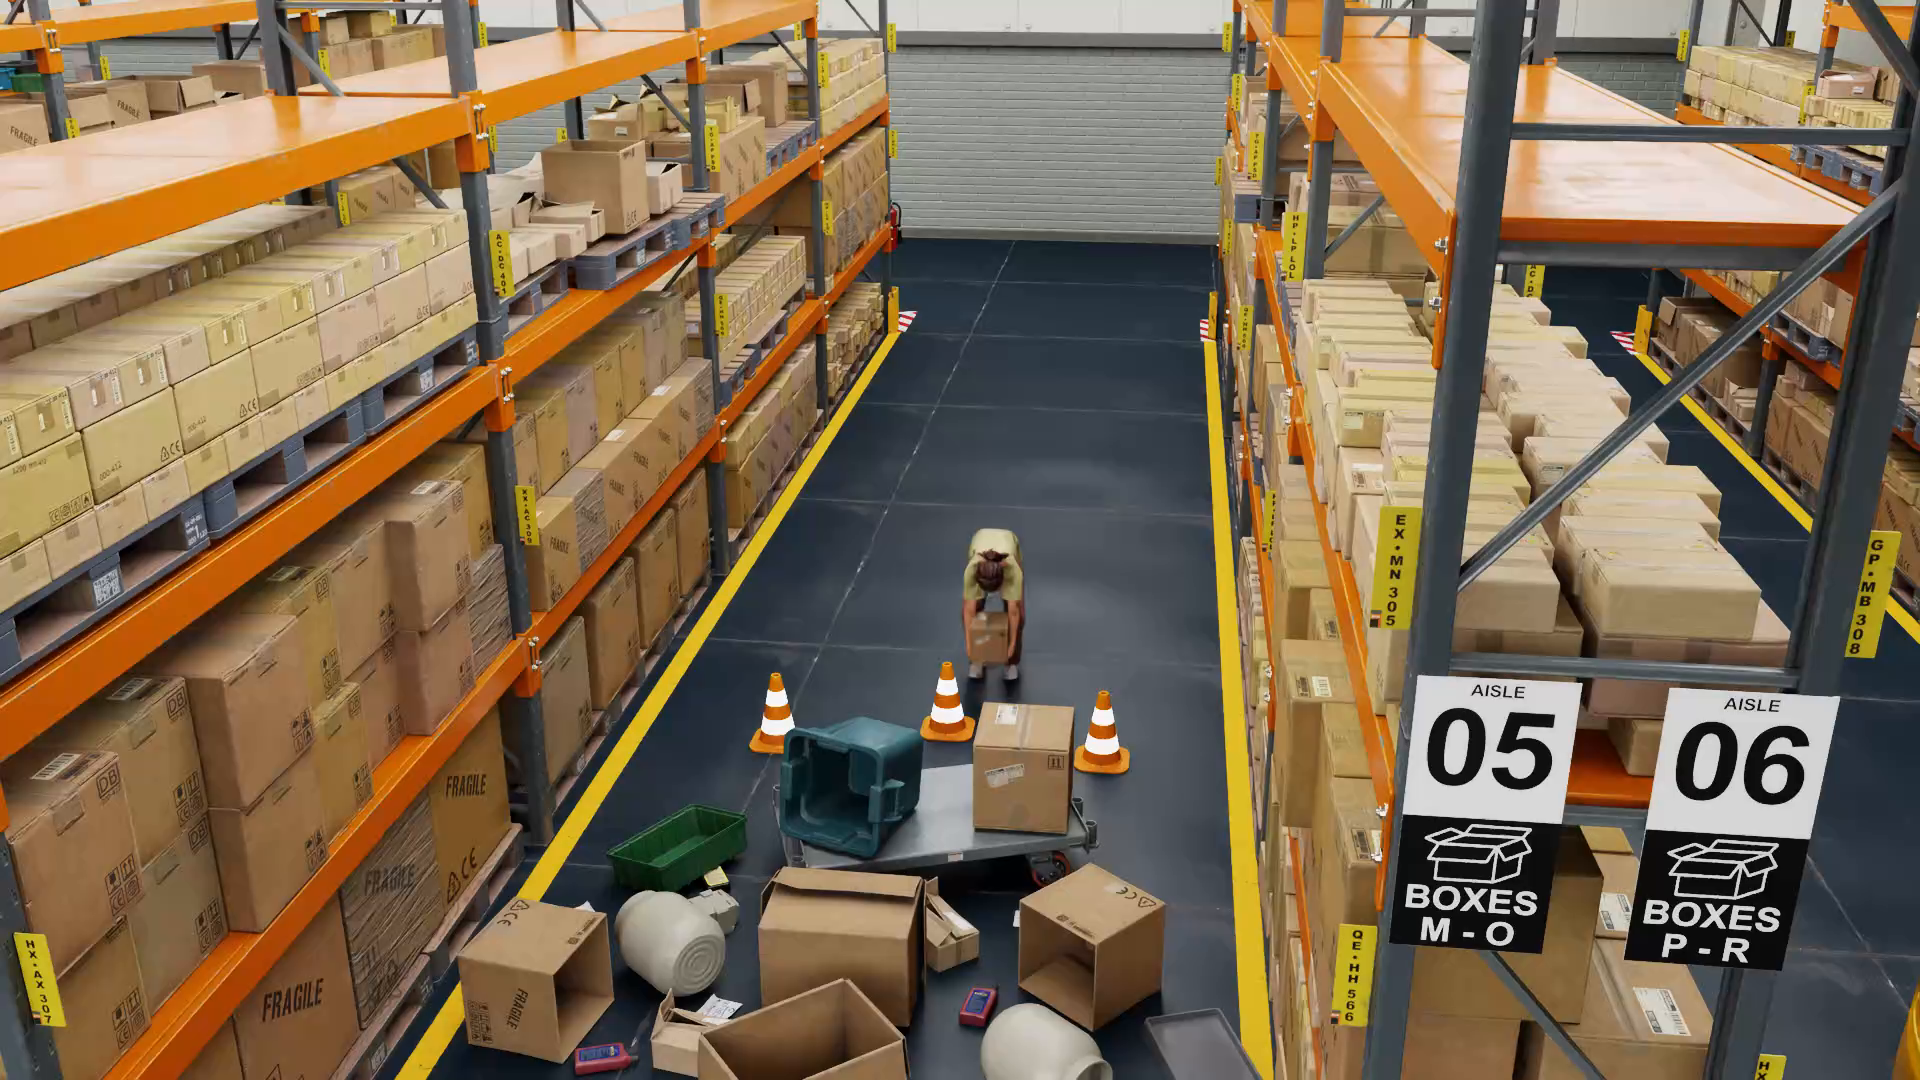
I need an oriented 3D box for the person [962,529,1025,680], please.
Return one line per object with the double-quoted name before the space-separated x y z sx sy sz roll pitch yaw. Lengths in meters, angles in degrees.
"person" 0.215 0.483 11.064 0.429 1.084 0.873 2 21 5
